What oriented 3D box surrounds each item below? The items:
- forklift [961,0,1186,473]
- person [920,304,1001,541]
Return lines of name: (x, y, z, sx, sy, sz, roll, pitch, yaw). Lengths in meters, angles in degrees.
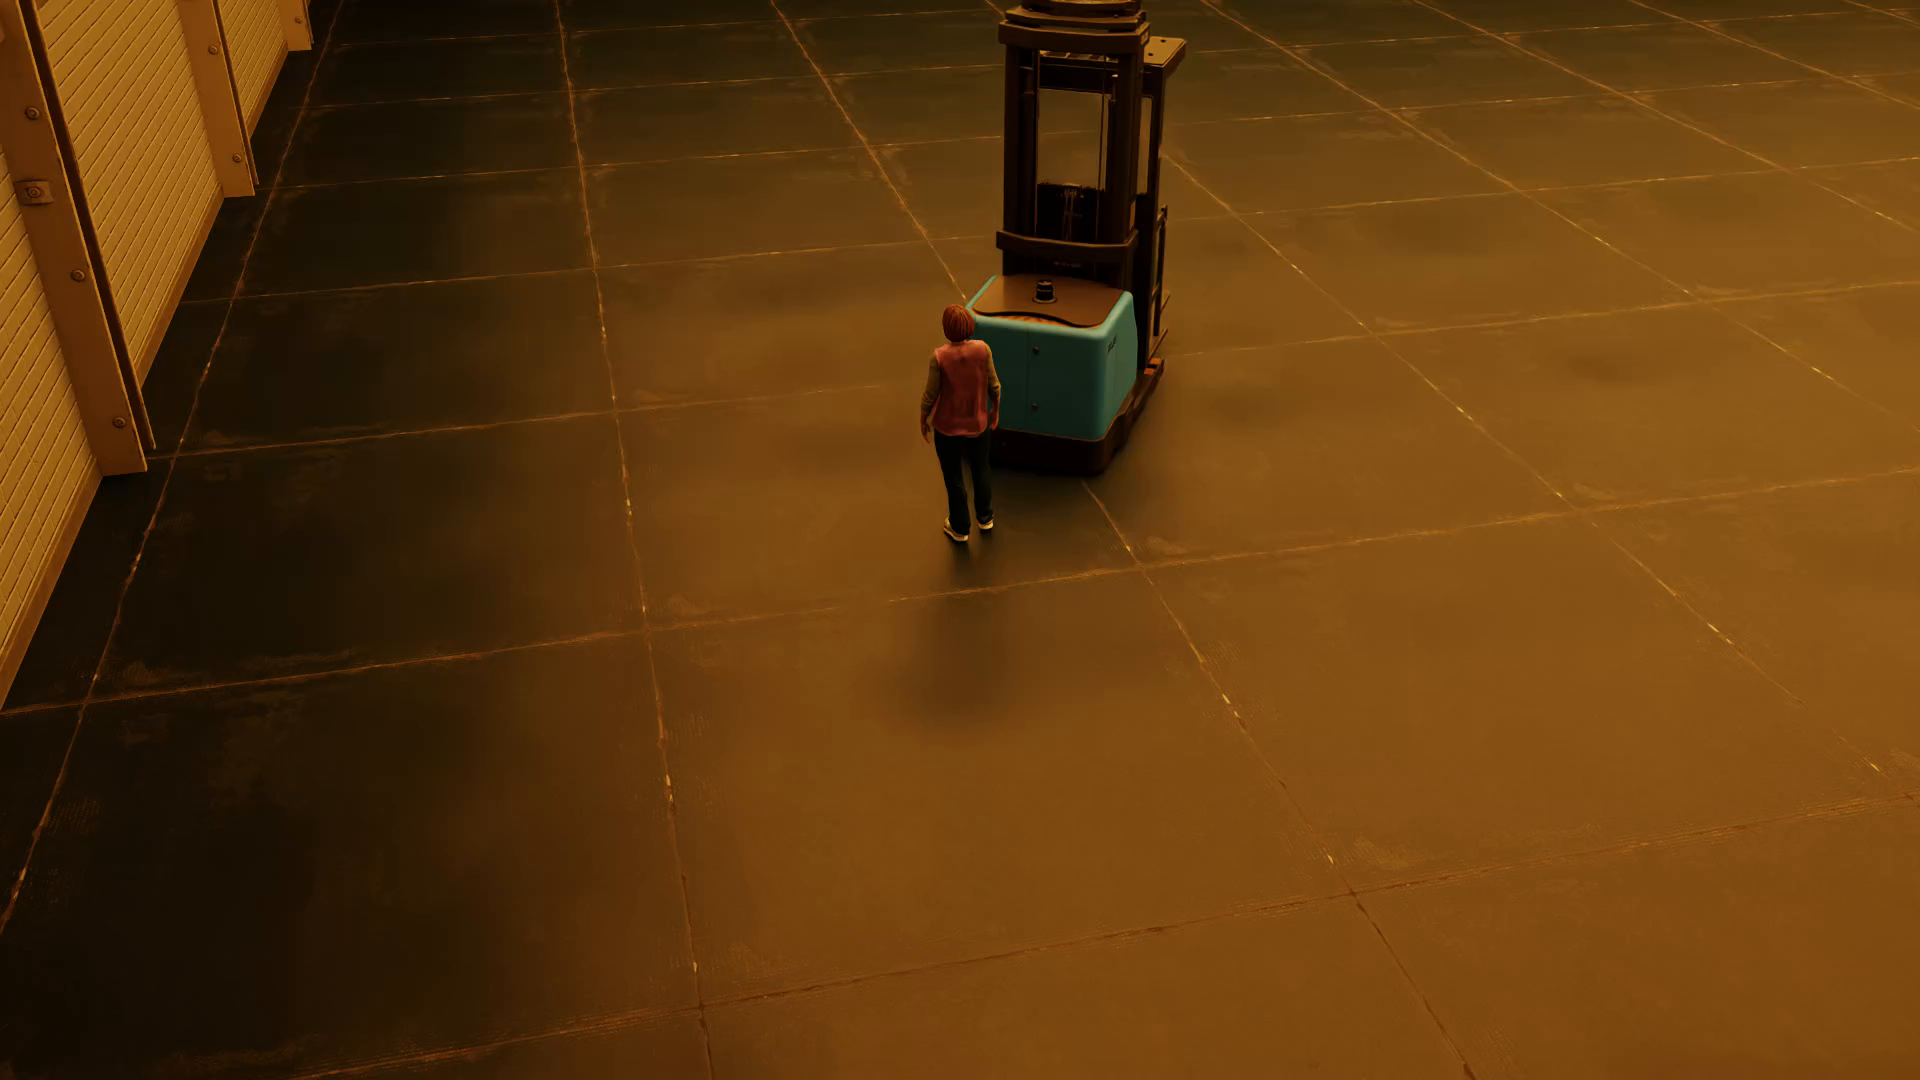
forklift: (0.915, -2.442, 11.792, 1.130, 2.935, 3.031, 9, 31, 16)
person: (-0.004, -0.735, 10.162, 0.521, 1.599, 0.473, -7, 31, -12)
